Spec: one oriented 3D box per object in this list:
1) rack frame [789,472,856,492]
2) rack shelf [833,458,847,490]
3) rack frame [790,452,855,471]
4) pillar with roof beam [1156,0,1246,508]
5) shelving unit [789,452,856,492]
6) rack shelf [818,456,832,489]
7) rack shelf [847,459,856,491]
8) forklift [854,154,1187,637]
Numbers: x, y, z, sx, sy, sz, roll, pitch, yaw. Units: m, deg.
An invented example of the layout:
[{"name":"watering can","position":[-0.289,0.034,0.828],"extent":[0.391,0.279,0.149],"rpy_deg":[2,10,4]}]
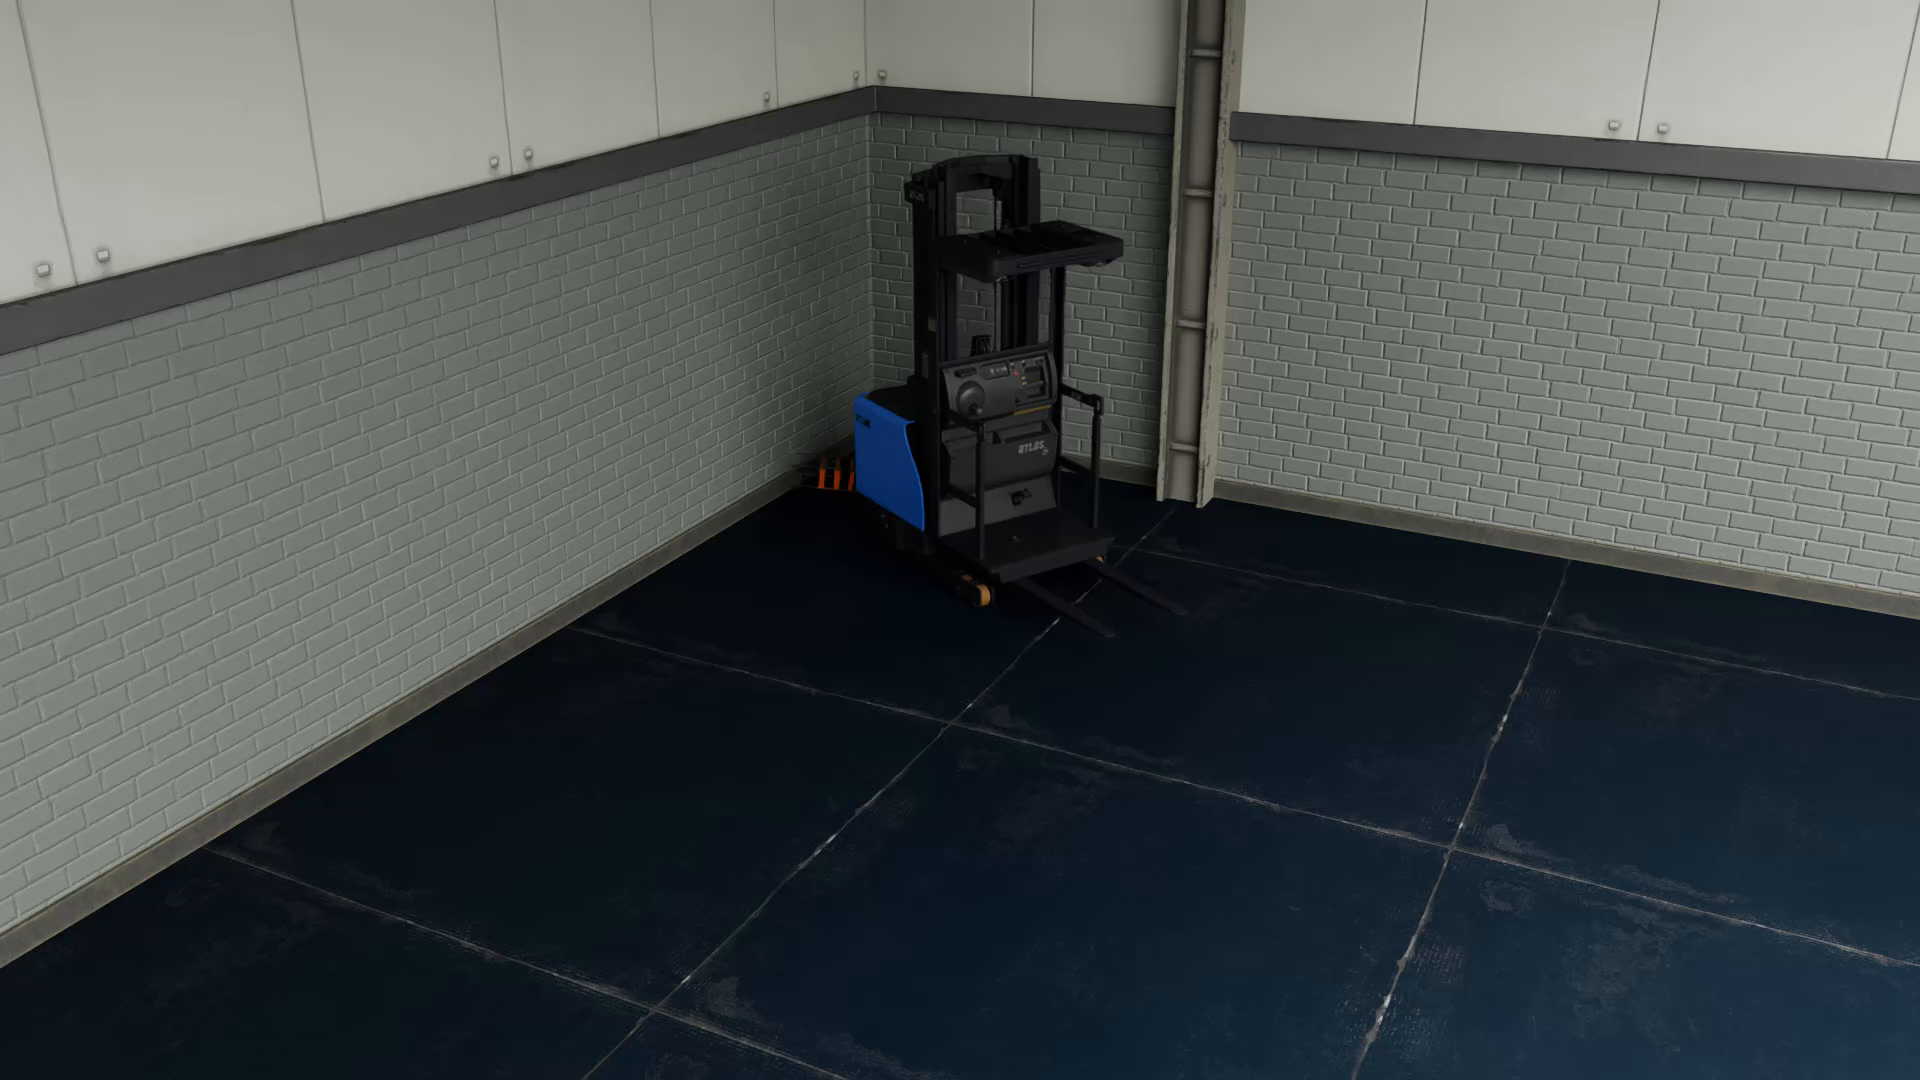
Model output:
[{"name":"rack frame","position":[-0.787,-0.447,13.587],"extent":[1.200,0.006,0.240],"rpy_deg":[5,29,-3]},{"name":"rack shelf","position":[-0.973,-0.544,13.533],"extent":[0.103,0.180,0.258],"rpy_deg":[5,29,-3]},{"name":"rack frame","position":[-0.769,-0.606,13.498],"extent":[1.200,0.006,0.240],"rpy_deg":[5,29,-3]},{"name":"pillar with roof beam","position":[-0.108,-2.981,8.261],"extent":[0.400,9.000,9.100],"rpy_deg":[11,25,25]},{"name":"shelving unit","position":[-0.778,-0.527,13.542],"extent":[1.200,0.189,0.258],"rpy_deg":[5,29,-3]},{"name":"rack shelf","position":[-1.092,-0.554,13.527],"extent":[0.103,0.180,0.258],"rpy_deg":[5,29,-3]},{"name":"rack shelf","position":[-0.853,-0.533,13.539],"extent":[0.103,0.180,0.258],"rpy_deg":[5,29,-3]},{"name":"forklift","position":[0.405,-1.087,11.560],"extent":[1.130,2.935,3.031],"rpy_deg":[-14,27,-30]}]
